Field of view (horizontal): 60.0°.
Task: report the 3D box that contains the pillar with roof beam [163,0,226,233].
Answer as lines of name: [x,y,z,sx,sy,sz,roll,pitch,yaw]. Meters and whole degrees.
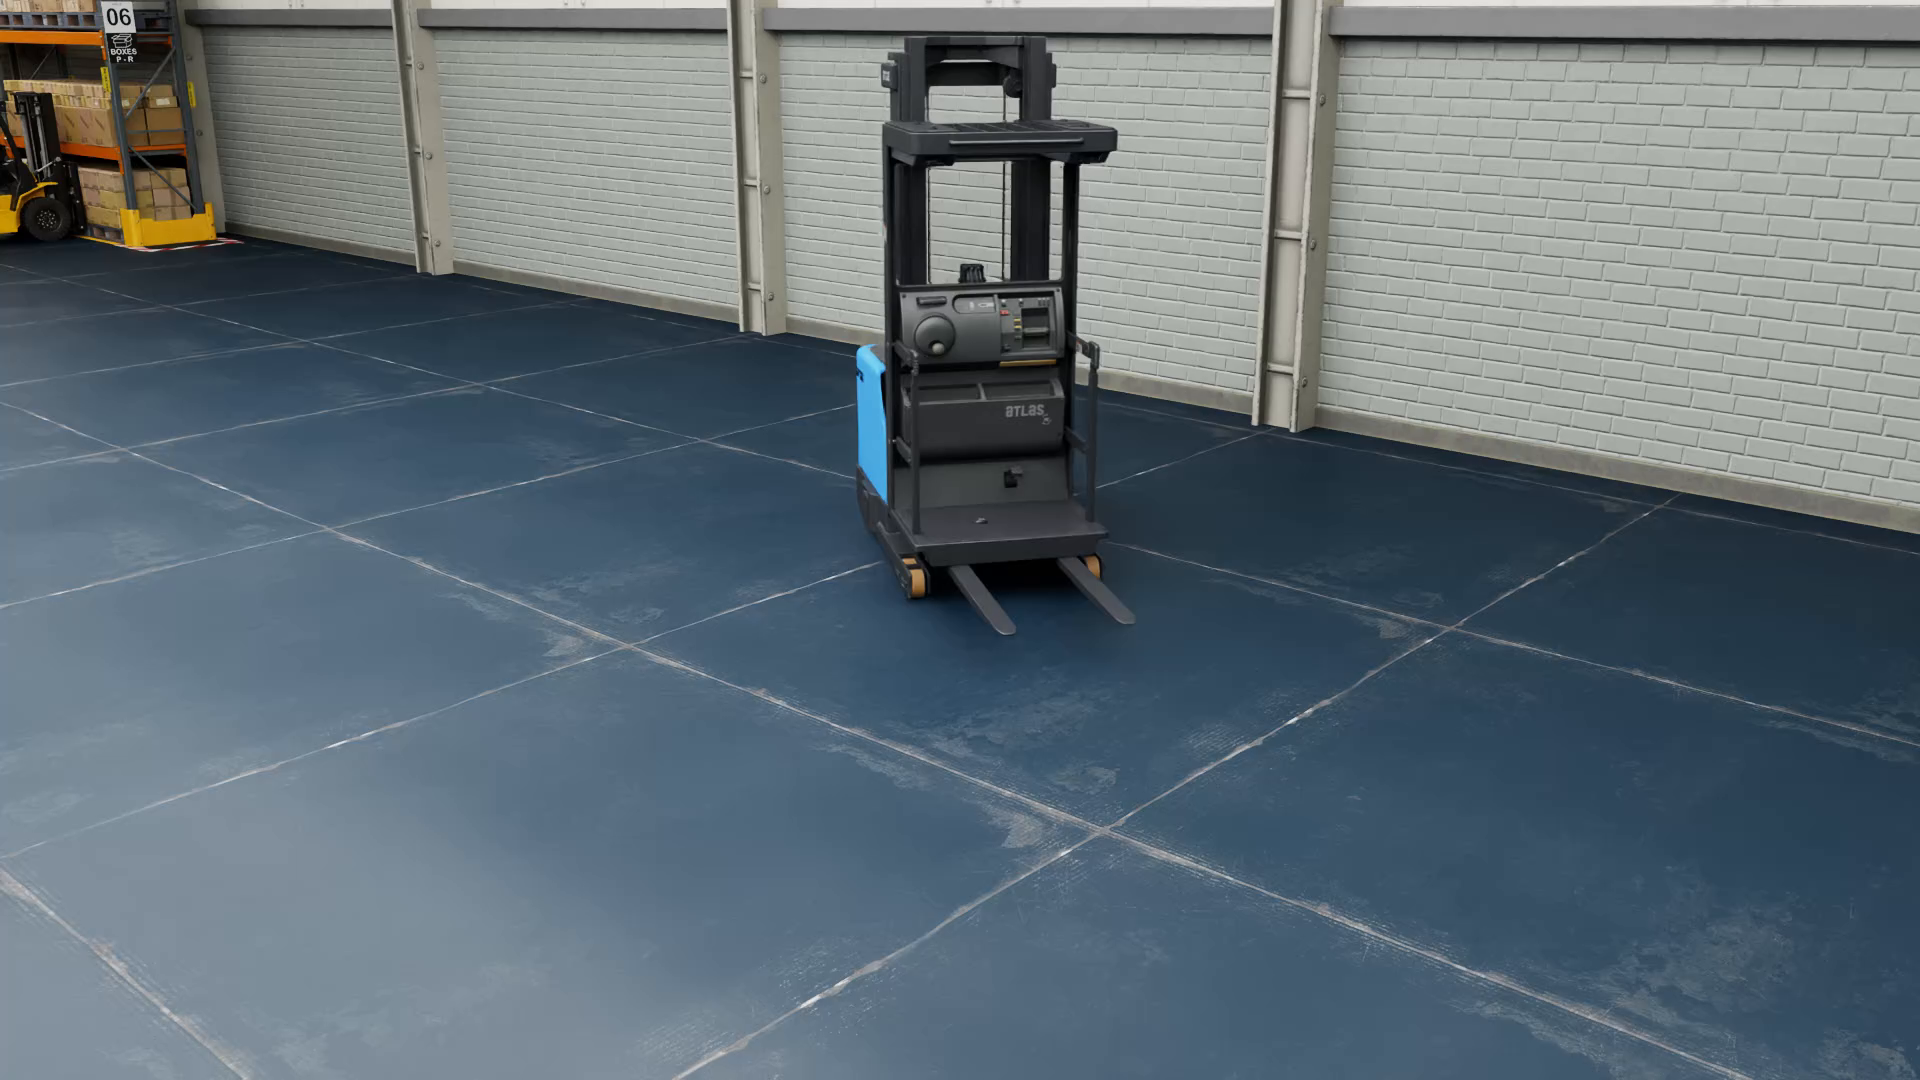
pillar with roof beam: [-13.804,-7.823,19.886,0.400,9.000,9.100,15,23,39]

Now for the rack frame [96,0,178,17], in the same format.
rack frame: [-11.024,-8.454,21.872,0.127,3.000,1.000,15,23,39]

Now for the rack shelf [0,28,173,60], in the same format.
rack shelf: [-12.520,-7.083,23.700,4.000,0.370,1.077,15,23,39]

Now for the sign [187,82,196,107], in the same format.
sign: [-10.652,-6.169,23.029,0.005,0.325,0.100,15,23,39]

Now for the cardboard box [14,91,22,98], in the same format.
cardboard box: [-13.758,-6.579,24.645,0.250,0.149,0.380,16,23,41]

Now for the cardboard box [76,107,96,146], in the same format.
cardboard box: [-11.949,-5.787,23.224,0.500,0.500,0.500,16,24,41]

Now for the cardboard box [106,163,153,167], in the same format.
cardboard box: [-12.001,-5.302,24.058,0.500,0.250,0.500,15,23,39]

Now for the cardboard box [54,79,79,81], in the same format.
cardboard box: [-13.417,-6.840,24.977,0.250,0.149,0.380,14,23,38]

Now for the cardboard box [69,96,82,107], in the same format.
cardboard box: [-12.243,-6.163,23.335,0.250,0.149,0.380,14,22,38]

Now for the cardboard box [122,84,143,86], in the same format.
cardboard box: [-11.514,-6.318,23.333,0.250,0.149,0.380,16,23,40]

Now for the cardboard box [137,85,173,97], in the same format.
cardboard box: [-11.134,-6.209,22.986,0.250,0.149,0.380,14,23,38]

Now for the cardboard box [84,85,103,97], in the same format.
cardboard box: [-11.851,-6.206,22.978,0.250,0.149,0.380,16,23,40]

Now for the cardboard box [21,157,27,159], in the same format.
cardboard box: [-14.989,-5.725,26.425,0.625,0.625,0.875,15,23,39]

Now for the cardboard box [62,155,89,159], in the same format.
cardboard box: [-13.520,-5.708,25.338,0.500,0.250,0.500,16,23,40]

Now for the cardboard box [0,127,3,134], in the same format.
cardboard box: [-14.567,-6.368,25.466,0.500,0.250,0.500,16,23,40]

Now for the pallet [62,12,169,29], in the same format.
pallet: [-11.536,-7.130,22.805,1.213,0.211,1.003,15,23,39]

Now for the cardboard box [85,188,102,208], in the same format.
cardboard box: [-11.964,-4.852,23.467,0.500,0.250,0.500,15,23,39]

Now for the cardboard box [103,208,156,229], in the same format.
cardboard box: [-11.586,-4.507,23.204,0.500,0.250,0.500,15,23,40]

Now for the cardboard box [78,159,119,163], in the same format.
cardboard box: [-12.761,-5.505,24.699,0.500,0.250,0.500,15,23,40]

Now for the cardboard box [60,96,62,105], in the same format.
cardboard box: [-12.572,-6.280,23.703,0.250,0.149,0.380,15,23,39]

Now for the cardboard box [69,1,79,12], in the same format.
cardboard box: [-11.846,-7.250,22.593,0.250,0.149,0.380,14,22,38]

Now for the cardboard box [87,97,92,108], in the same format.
cardboard box: [-11.834,-6.068,23.035,0.250,0.149,0.380,16,23,40]

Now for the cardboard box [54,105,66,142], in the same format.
cardboard box: [-12.716,-5.989,23.858,0.500,0.500,0.500,15,23,40]

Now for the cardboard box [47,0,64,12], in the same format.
cardboard box: [-12.217,-7.581,23.058,0.500,0.500,0.700,15,23,40]

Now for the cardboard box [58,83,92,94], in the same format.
cardboard box: [-12.583,-6.424,23.664,0.250,0.149,0.380,15,23,40]

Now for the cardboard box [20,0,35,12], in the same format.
cardboard box: [-13.108,-7.644,23.643,0.258,0.266,0.396,14,23,38]

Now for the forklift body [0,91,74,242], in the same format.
forklift body: [-13.654,-5.158,22.807,1.214,2.155,2.313,15,23,39]

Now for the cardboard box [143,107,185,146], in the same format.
cardboard box: [-11.211,-5.804,23.276,0.500,0.500,0.500,16,24,41]

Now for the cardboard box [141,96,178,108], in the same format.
cardboard box: [-11.106,-6.078,23.066,0.250,0.149,0.380,14,23,38]

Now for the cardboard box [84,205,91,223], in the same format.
cardboard box: [-12.319,-4.711,23.849,0.500,0.250,0.500,15,23,40]

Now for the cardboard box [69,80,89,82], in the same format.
cardboard box: [-12.981,-6.754,24.706,0.250,0.149,0.380,14,23,38]

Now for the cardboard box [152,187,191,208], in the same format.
cardboard box: [-11.238,-4.863,23.502,0.500,0.250,0.500,16,23,40]

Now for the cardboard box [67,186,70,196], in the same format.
cardboard box: [-12.736,-5.052,24.097,0.500,0.250,0.500,15,23,39]

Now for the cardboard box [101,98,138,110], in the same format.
cardboard box: [-11.470,-5.957,22.686,0.250,0.149,0.380,15,23,40]

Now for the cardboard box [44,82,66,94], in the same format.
cardboard box: [-12.959,-6.524,23.981,0.250,0.149,0.380,15,23,39]

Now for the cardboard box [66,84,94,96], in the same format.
cardboard box: [-12.256,-6.300,23.274,0.250,0.149,0.380,16,23,41]

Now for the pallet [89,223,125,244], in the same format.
pallet: [-11.624,-4.409,23.656,1.213,0.211,1.003,15,23,39]

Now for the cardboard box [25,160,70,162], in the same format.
cardboard box: [-13.487,-5.490,24.651,0.500,0.250,0.500,15,23,39]

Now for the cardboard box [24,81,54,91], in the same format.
cardboard box: [-13.398,-6.609,24.247,0.250,0.149,0.380,16,23,40]

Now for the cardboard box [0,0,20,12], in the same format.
cardboard box: [-13.556,-7.810,24.092,0.500,0.311,0.500,16,23,40]

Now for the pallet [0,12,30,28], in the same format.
pallet: [-13.361,-7.619,24.349,1.213,0.211,1.003,15,23,39]

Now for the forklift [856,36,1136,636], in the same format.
forklift: [0.179,-1.201,9.052,1.130,2.935,3.031,-4,18,-13]

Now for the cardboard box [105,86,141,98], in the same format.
cardboard box: [-11.432,-6.117,22.698,0.250,0.149,0.380,15,23,39]

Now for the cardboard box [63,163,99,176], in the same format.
cardboard box: [-12.720,-5.286,24.007,0.500,0.250,0.500,14,23,38]

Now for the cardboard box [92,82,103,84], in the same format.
cardboard box: [-12.272,-6.526,23.985,0.250,0.149,0.380,15,23,40]

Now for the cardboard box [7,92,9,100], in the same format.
cardboard box: [-14.419,-6.772,25.255,0.250,0.149,0.380,16,24,41]

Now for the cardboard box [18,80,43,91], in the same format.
cardboard box: [-13.707,-6.737,24.651,0.250,0.149,0.380,15,23,40]

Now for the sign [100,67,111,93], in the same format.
sign: [-11.395,-6.139,22.191,0.005,0.325,0.100,15,23,39]

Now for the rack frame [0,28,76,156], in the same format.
rack frame: [-14.016,-6.397,25.311,0.127,3.000,1.000,15,23,39]

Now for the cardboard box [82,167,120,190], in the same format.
cardboard box: [-11.962,-5.083,23.369,0.500,0.250,0.500,16,23,40]

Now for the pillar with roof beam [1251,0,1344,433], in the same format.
pillar with roof beam: [-0.342,-4.209,8.498,0.400,9.000,9.100,15,23,39]

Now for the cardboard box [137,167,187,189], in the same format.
cardboard box: [-11.258,-5.100,23.420,0.500,0.250,0.500,15,23,38]
